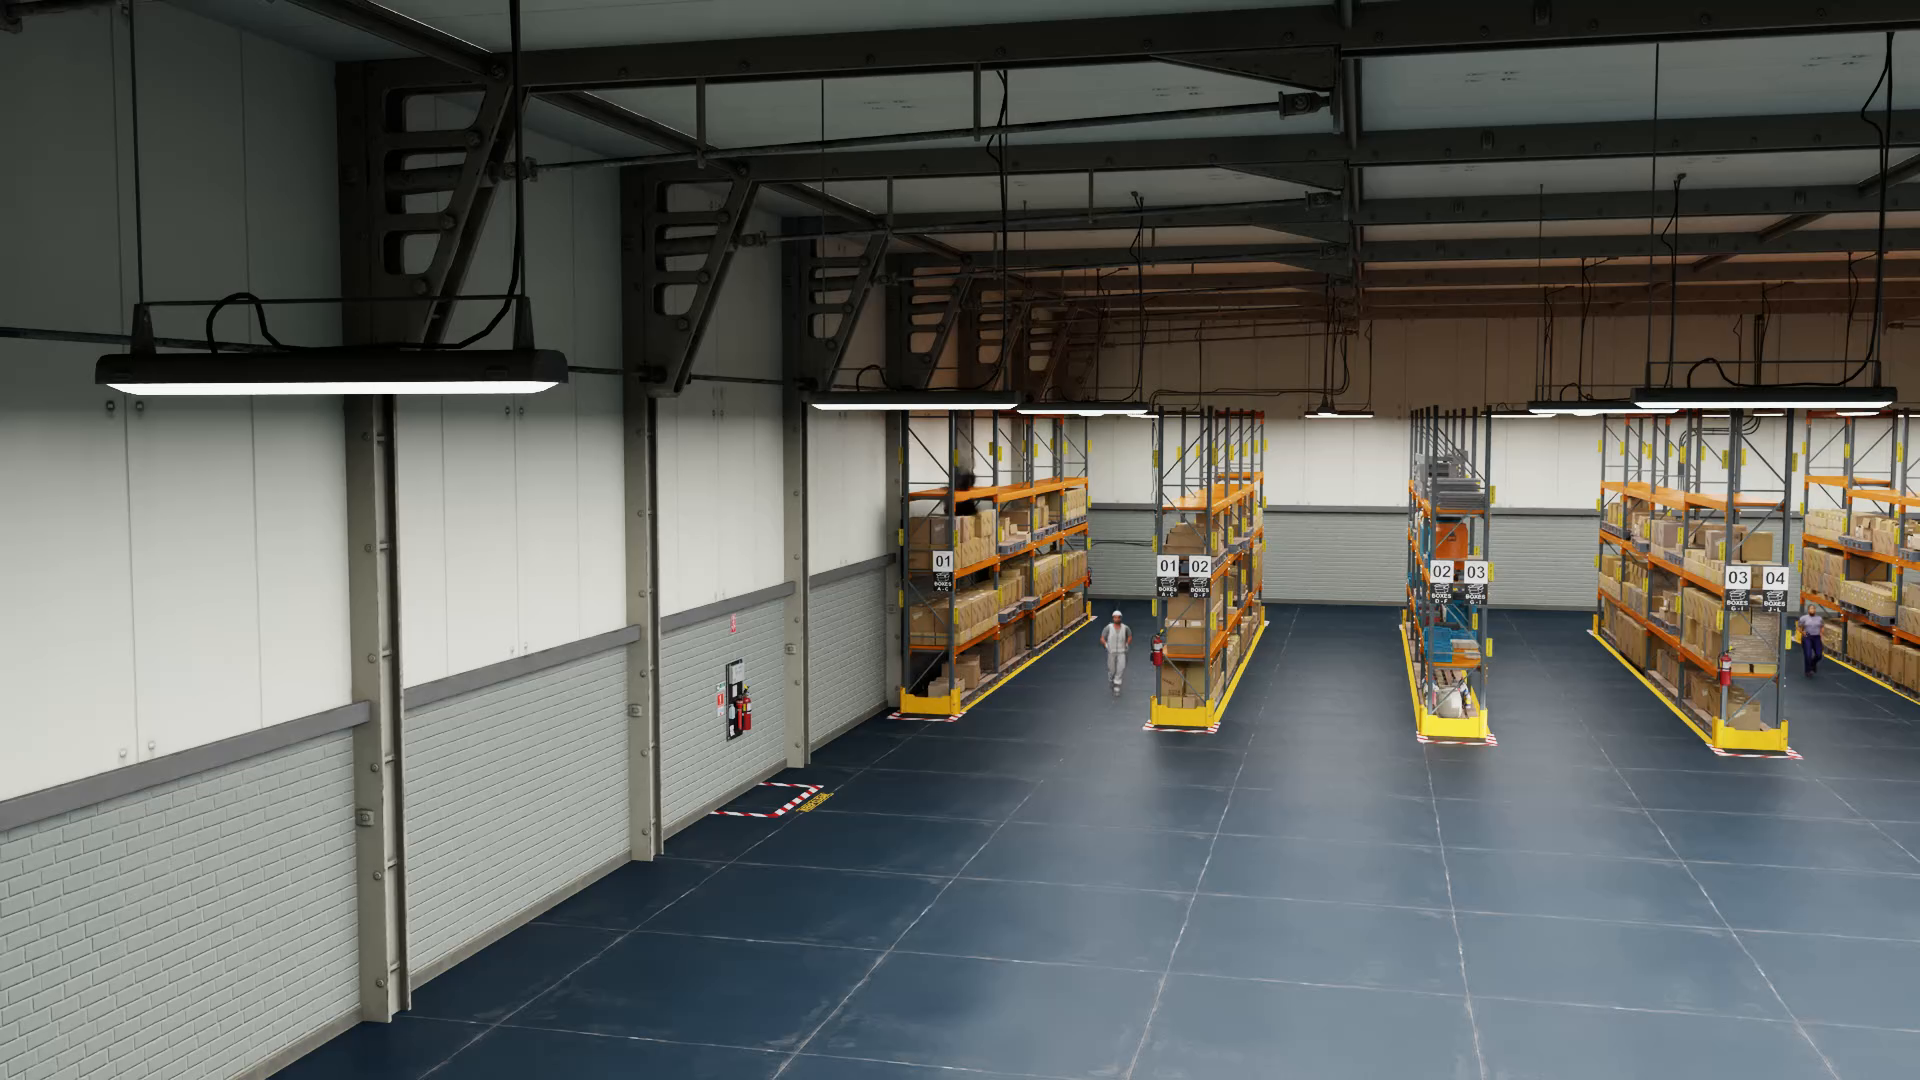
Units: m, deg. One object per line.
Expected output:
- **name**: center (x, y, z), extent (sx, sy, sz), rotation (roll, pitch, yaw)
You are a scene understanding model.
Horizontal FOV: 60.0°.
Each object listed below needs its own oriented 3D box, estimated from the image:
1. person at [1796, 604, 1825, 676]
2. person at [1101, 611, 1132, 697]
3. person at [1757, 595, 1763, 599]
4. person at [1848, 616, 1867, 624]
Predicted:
- **person**: center (19.100, 2.249, 37.300), extent (0.602, 1.598, 0.548), rotation (1, 4, 14)
- **person**: center (3.261, 2.348, 34.606), extent (0.667, 1.763, 0.860), rotation (0, 4, 0)
- **person**: center (20.082, 1.955, 41.437), extent (0.612, 1.678, 0.839), rotation (2, 4, 24)
- **person**: center (23.480, 1.753, 43.766), extent (0.703, 1.642, 0.648), rotation (-3, 5, -34)
